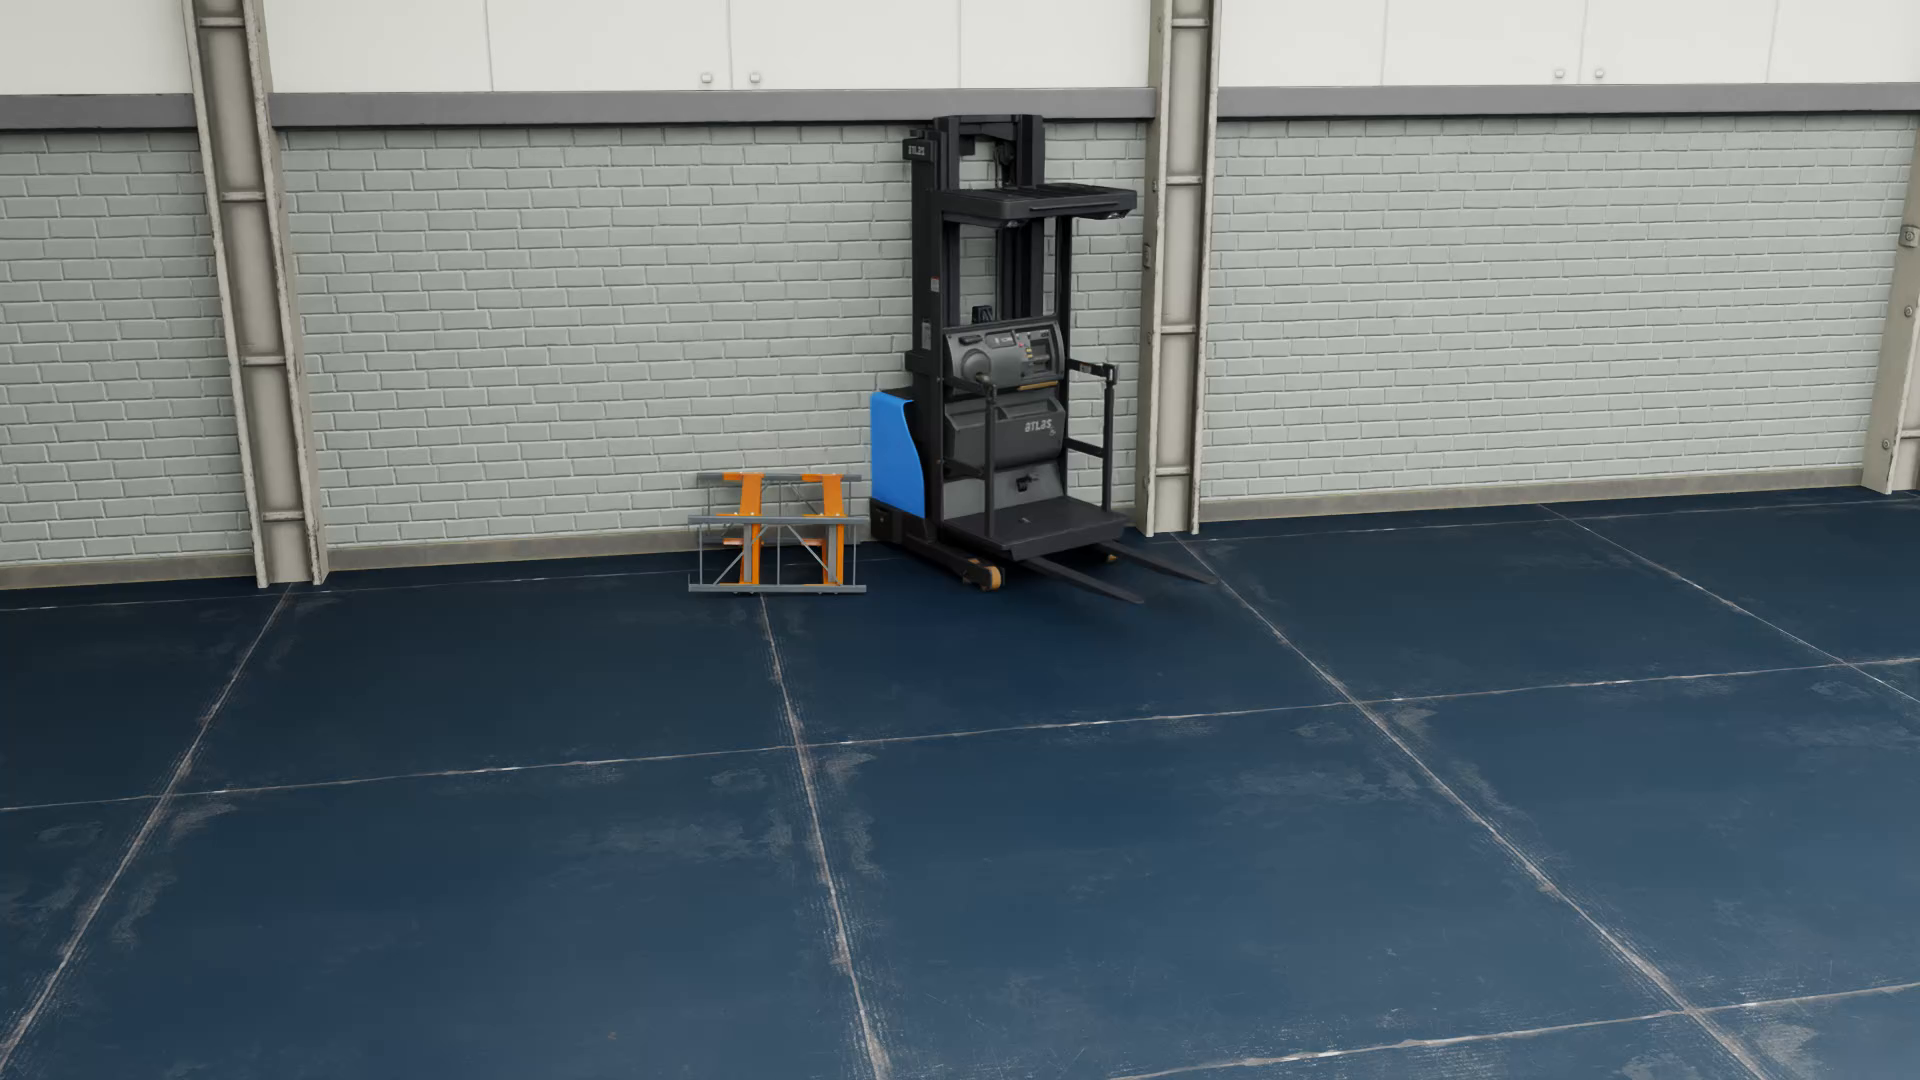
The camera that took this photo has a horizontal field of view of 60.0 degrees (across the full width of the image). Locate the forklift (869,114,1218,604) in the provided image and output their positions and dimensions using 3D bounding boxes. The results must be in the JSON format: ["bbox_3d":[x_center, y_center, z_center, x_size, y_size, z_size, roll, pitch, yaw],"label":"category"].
[{"bbox_3d":[0.430,-1.231,10.827,1.130,2.935,3.031,-12,21,-34],"label":"forklift"}]

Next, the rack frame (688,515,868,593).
[{"bbox_3d":[-1.153,0.091,10.538,1.125,0.500,0.032,1,17,-6],"label":"rack frame"}]

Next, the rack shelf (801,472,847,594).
[{"bbox_3d":[-0.910,-0.059,11.050,0.278,0.538,1.000,1,17,-6],"label":"rack shelf"}]

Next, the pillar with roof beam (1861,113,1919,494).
[{"bbox_3d":[8.203,-3.473,7.794,0.400,9.000,9.100,-3,17,-10],"label":"pillar with roof beam"}]

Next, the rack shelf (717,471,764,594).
[{"bbox_3d":[-1.444,-0.064,10.995,0.278,0.538,1.000,1,17,-6],"label":"rack shelf"}]

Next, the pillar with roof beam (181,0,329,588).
[{"bbox_3d":[-3.579,-2.805,5.618,0.400,9.000,9.100,-3,17,-10],"label":"pillar with roof beam"}]

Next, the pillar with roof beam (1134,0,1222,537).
[{"bbox_3d":[2.312,-3.139,6.706,0.400,9.000,9.100,-3,17,-10],"label":"pillar with roof beam"}]

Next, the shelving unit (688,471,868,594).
[{"bbox_3d":[-1.201,-0.062,11.020,1.125,0.538,1.048,1,17,-6],"label":"shelving unit"}]

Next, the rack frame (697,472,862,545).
[{"bbox_3d":[-1.249,-0.215,11.503,1.125,0.500,0.032,1,17,-6],"label":"rack frame"}]
